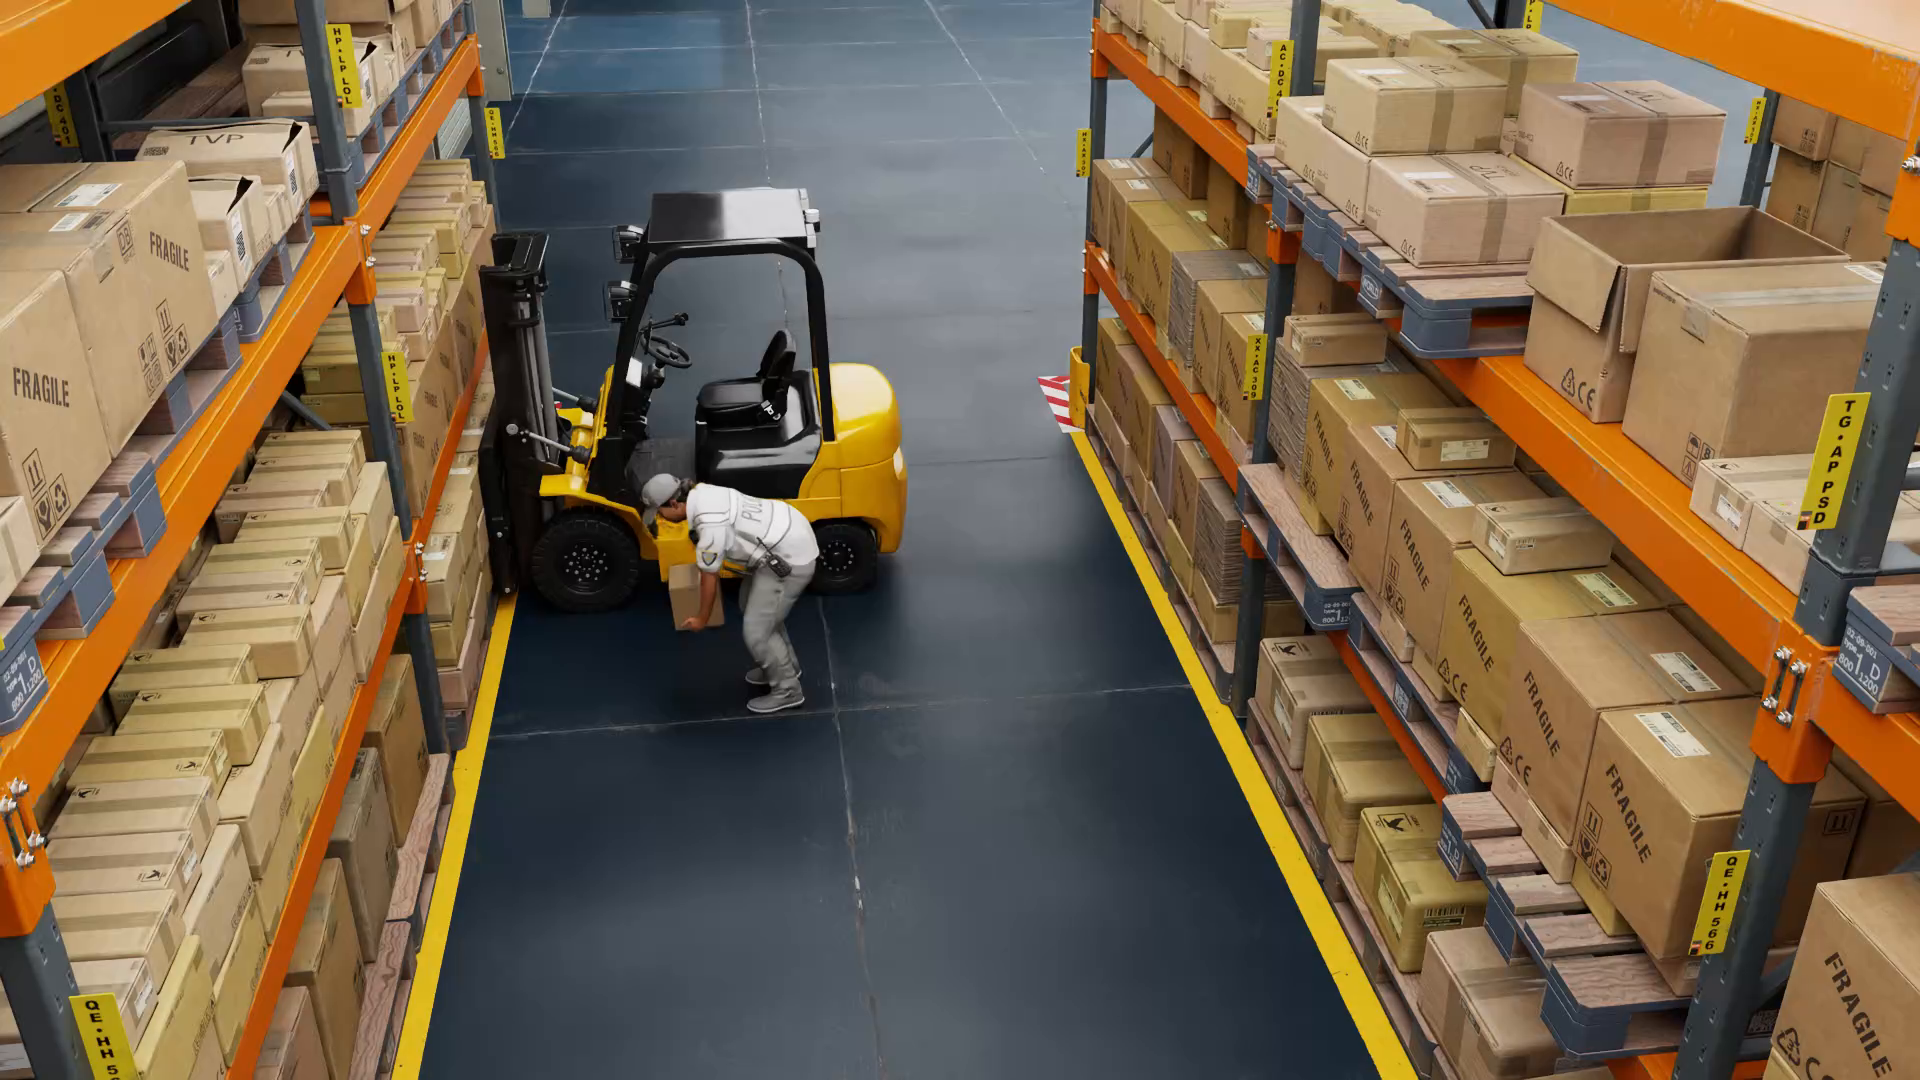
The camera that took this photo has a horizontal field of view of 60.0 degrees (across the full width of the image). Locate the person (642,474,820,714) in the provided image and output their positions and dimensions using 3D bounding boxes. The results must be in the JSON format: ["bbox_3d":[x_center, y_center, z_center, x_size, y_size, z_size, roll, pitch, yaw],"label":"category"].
[{"bbox_3d":[-1.154,0.240,8.530,0.873,1.325,0.467,-4,28,-9],"label":"person"}]
